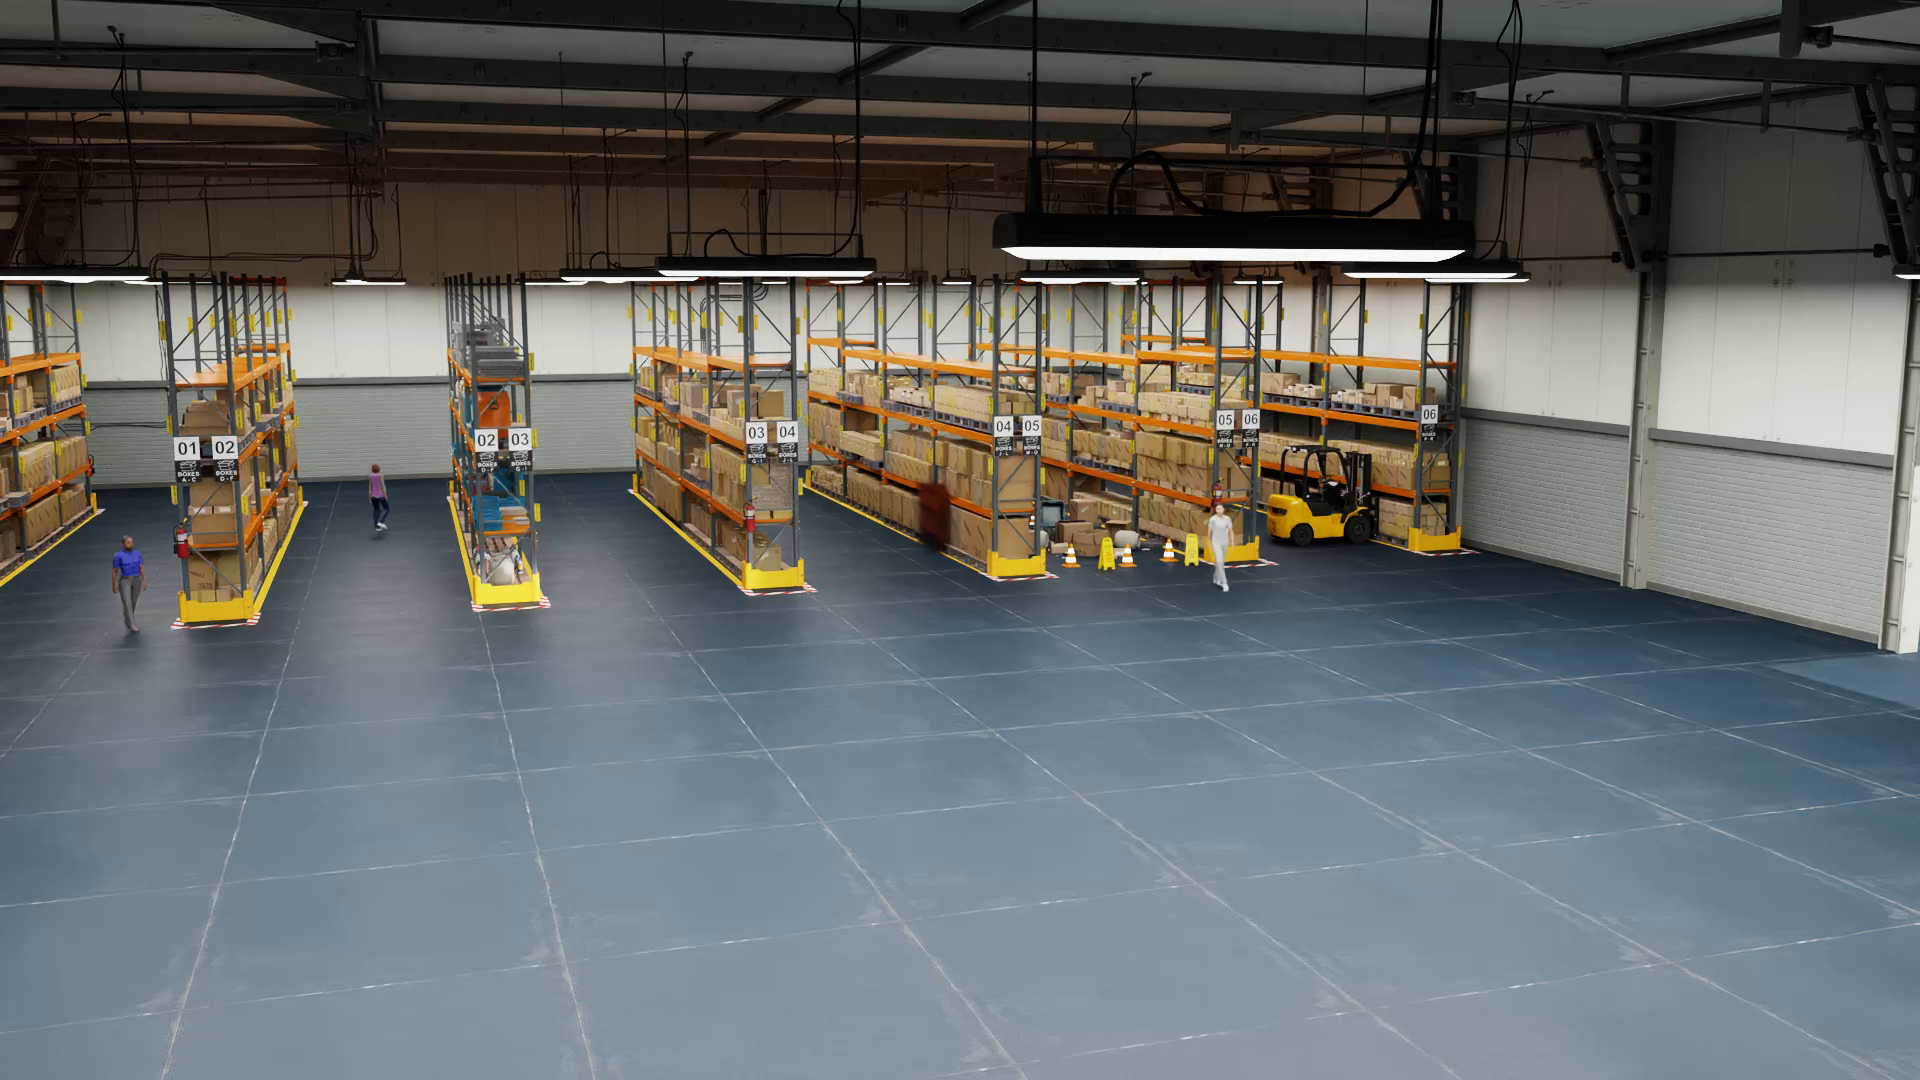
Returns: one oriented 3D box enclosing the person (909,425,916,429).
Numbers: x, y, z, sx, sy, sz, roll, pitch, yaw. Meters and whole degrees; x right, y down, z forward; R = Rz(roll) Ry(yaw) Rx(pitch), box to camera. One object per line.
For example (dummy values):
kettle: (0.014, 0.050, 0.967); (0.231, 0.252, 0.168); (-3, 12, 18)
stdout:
person: (-1.420, -2.622, 49.659); (0.664, 1.749, 0.575); (-2, 9, -14)

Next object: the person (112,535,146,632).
person: (-13.879, 0.723, 27.831); (0.968, 1.609, 0.503); (7, 11, 37)

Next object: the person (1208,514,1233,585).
person: (5.014, 0.178, 31.977); (0.463, 1.329, 0.714); (-2, 9, -16)

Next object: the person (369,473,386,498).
person: (-13.818, -1.296, 39.459); (0.439, 0.573, 0.314); (2, 9, 12)
